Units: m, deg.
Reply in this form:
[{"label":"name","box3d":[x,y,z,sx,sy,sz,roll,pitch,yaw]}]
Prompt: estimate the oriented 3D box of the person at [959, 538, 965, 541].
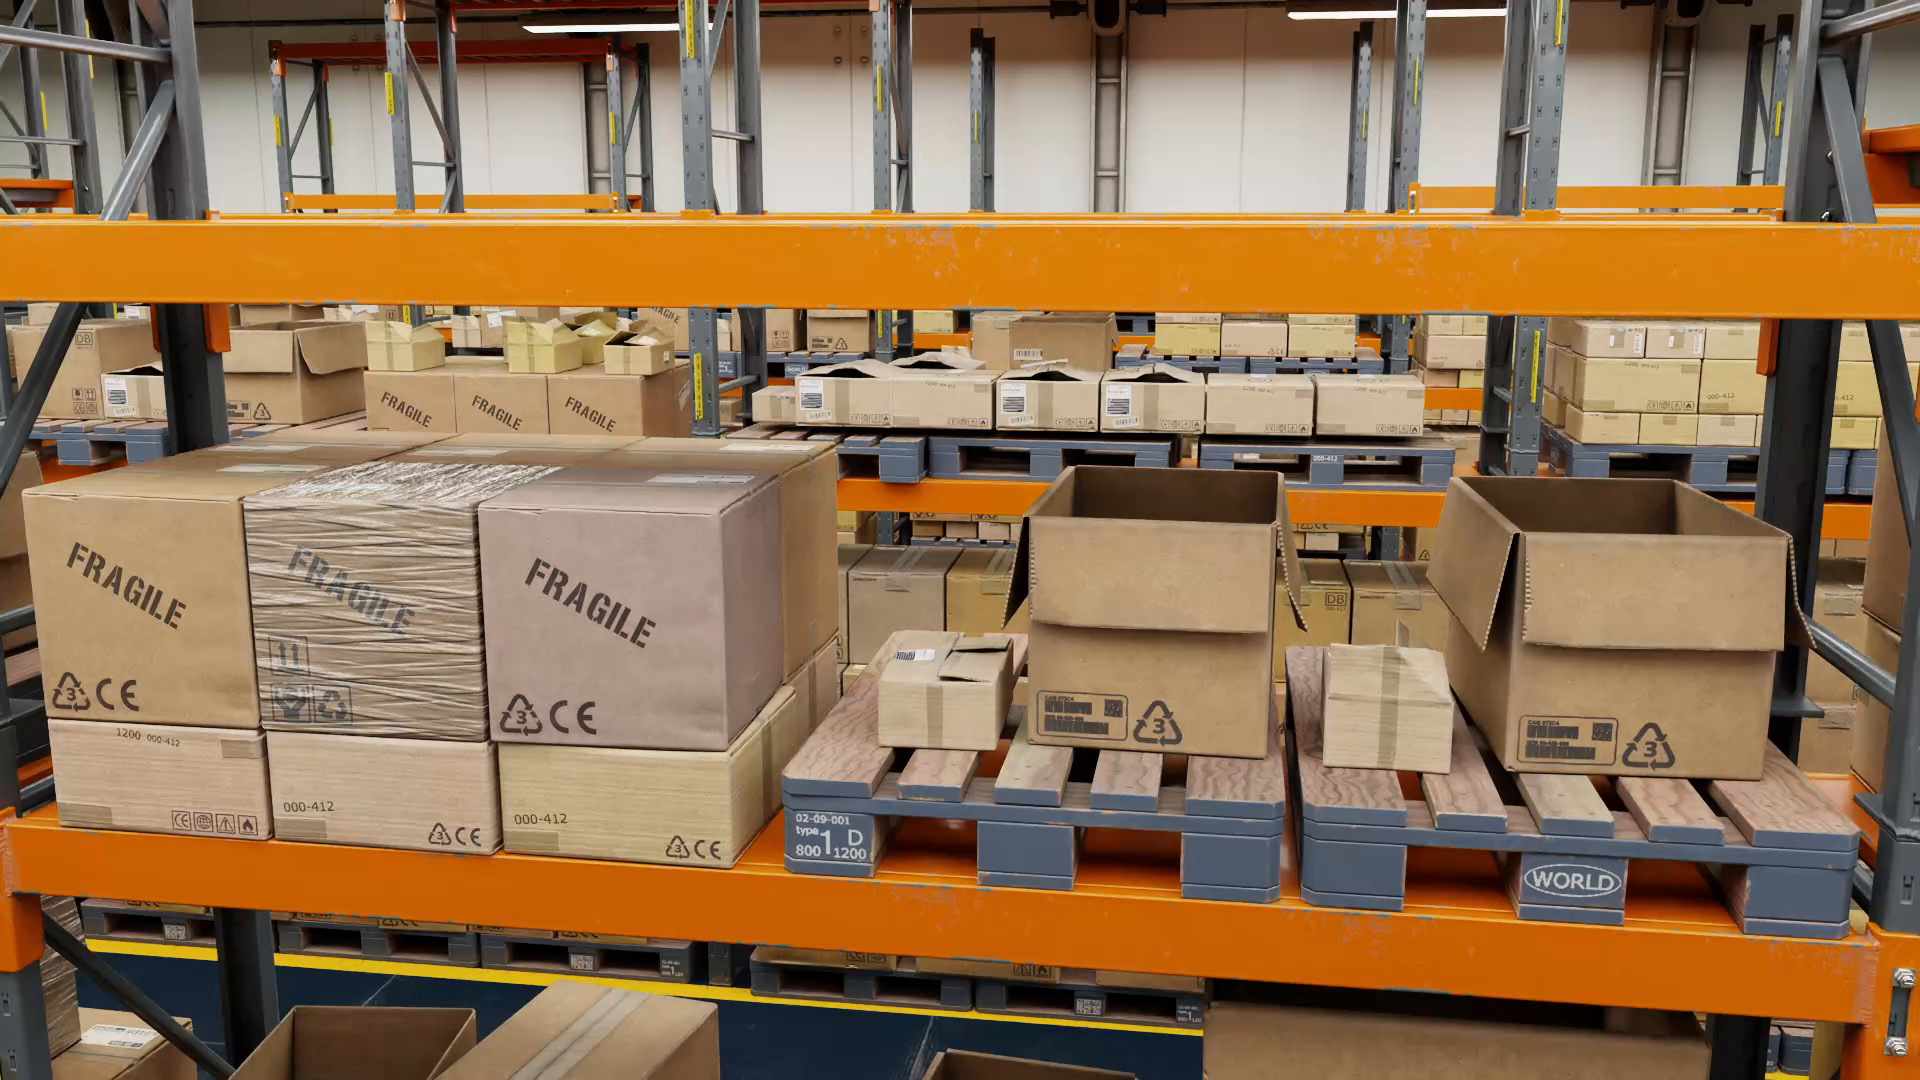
[{"label":"person","box3d":[0.020,-0.122,17.485,0.540,1.688,0.450,1,11,4]}]
